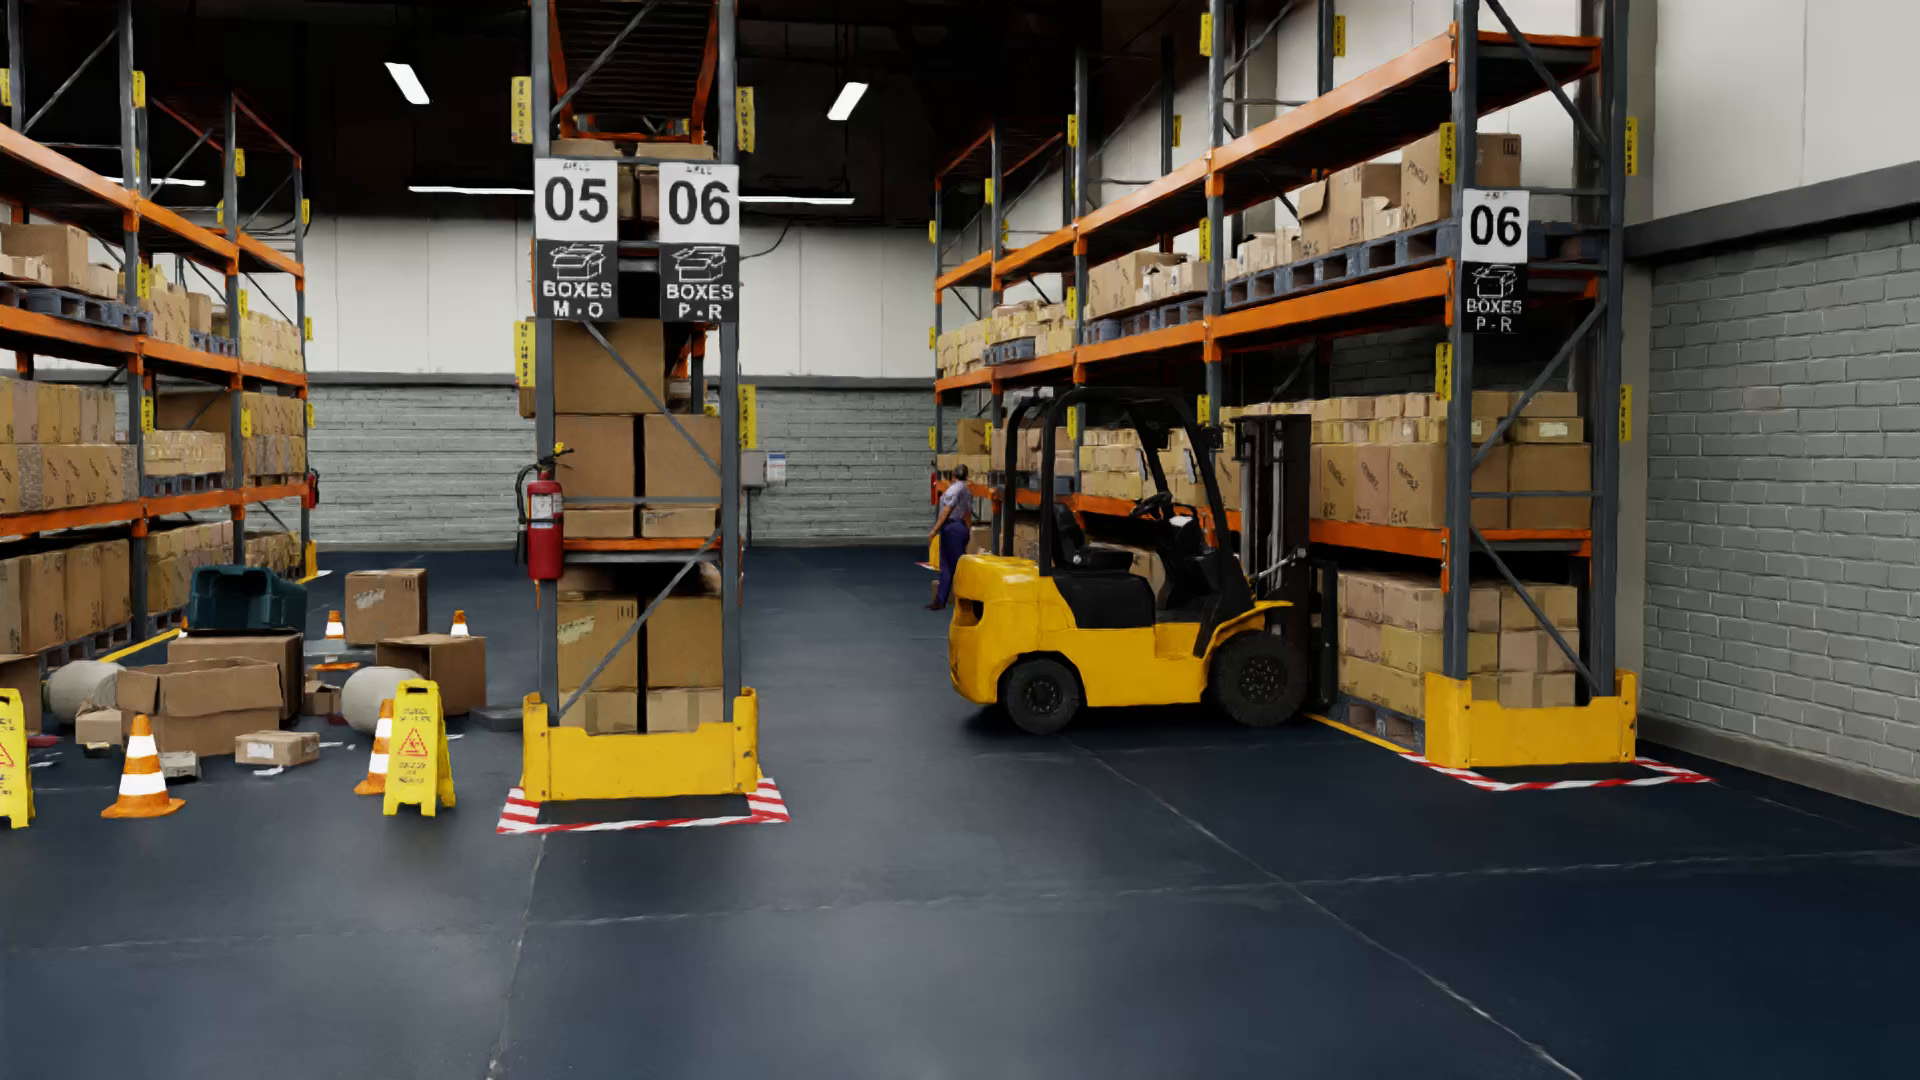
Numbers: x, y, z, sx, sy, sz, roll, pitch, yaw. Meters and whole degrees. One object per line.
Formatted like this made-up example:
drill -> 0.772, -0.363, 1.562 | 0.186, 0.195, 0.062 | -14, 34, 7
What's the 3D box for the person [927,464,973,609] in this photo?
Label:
person -> -0.038, -0.035, 18.308 | 0.621, 1.611, 0.553 | 1, 3, 18
